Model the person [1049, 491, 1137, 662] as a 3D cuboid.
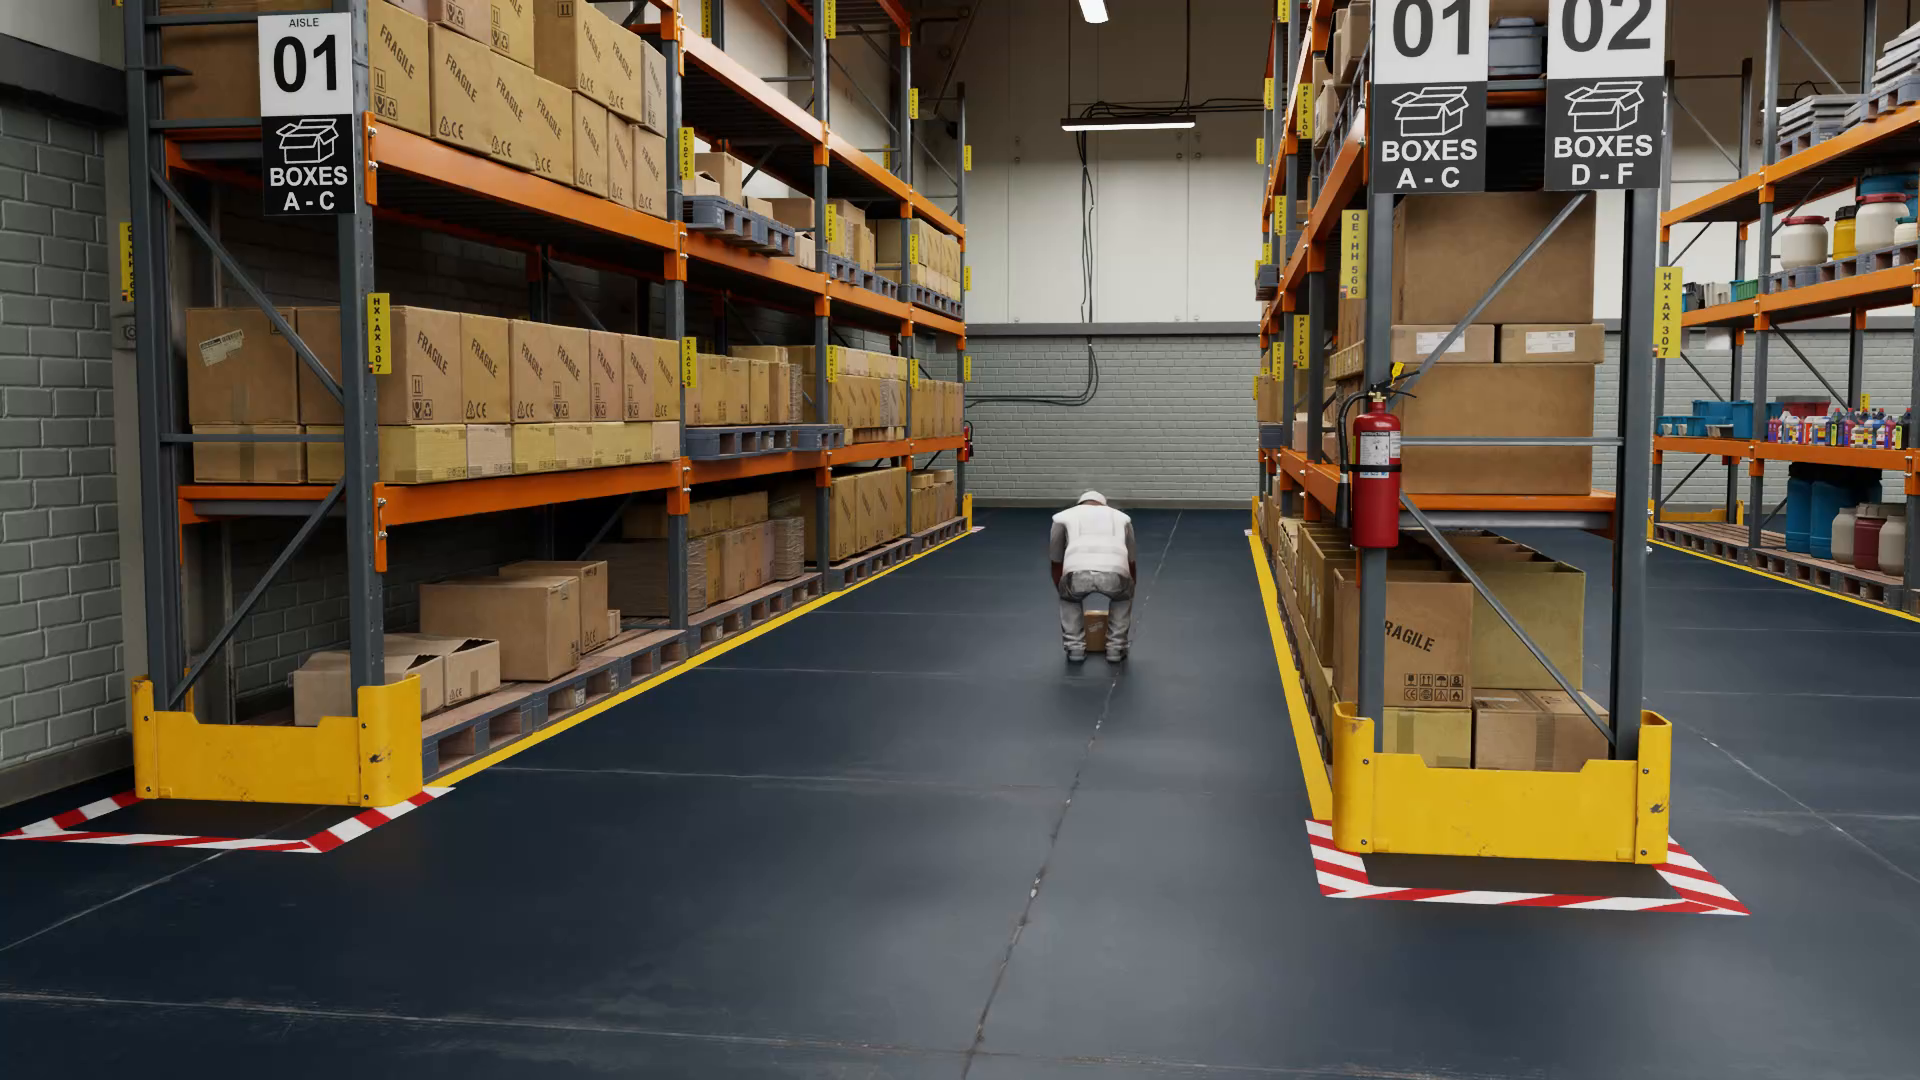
[{"bbox_3d":[0.864,0.234,10.973,0.584,1.086,0.880,1,4,9],"label":"person"}]
